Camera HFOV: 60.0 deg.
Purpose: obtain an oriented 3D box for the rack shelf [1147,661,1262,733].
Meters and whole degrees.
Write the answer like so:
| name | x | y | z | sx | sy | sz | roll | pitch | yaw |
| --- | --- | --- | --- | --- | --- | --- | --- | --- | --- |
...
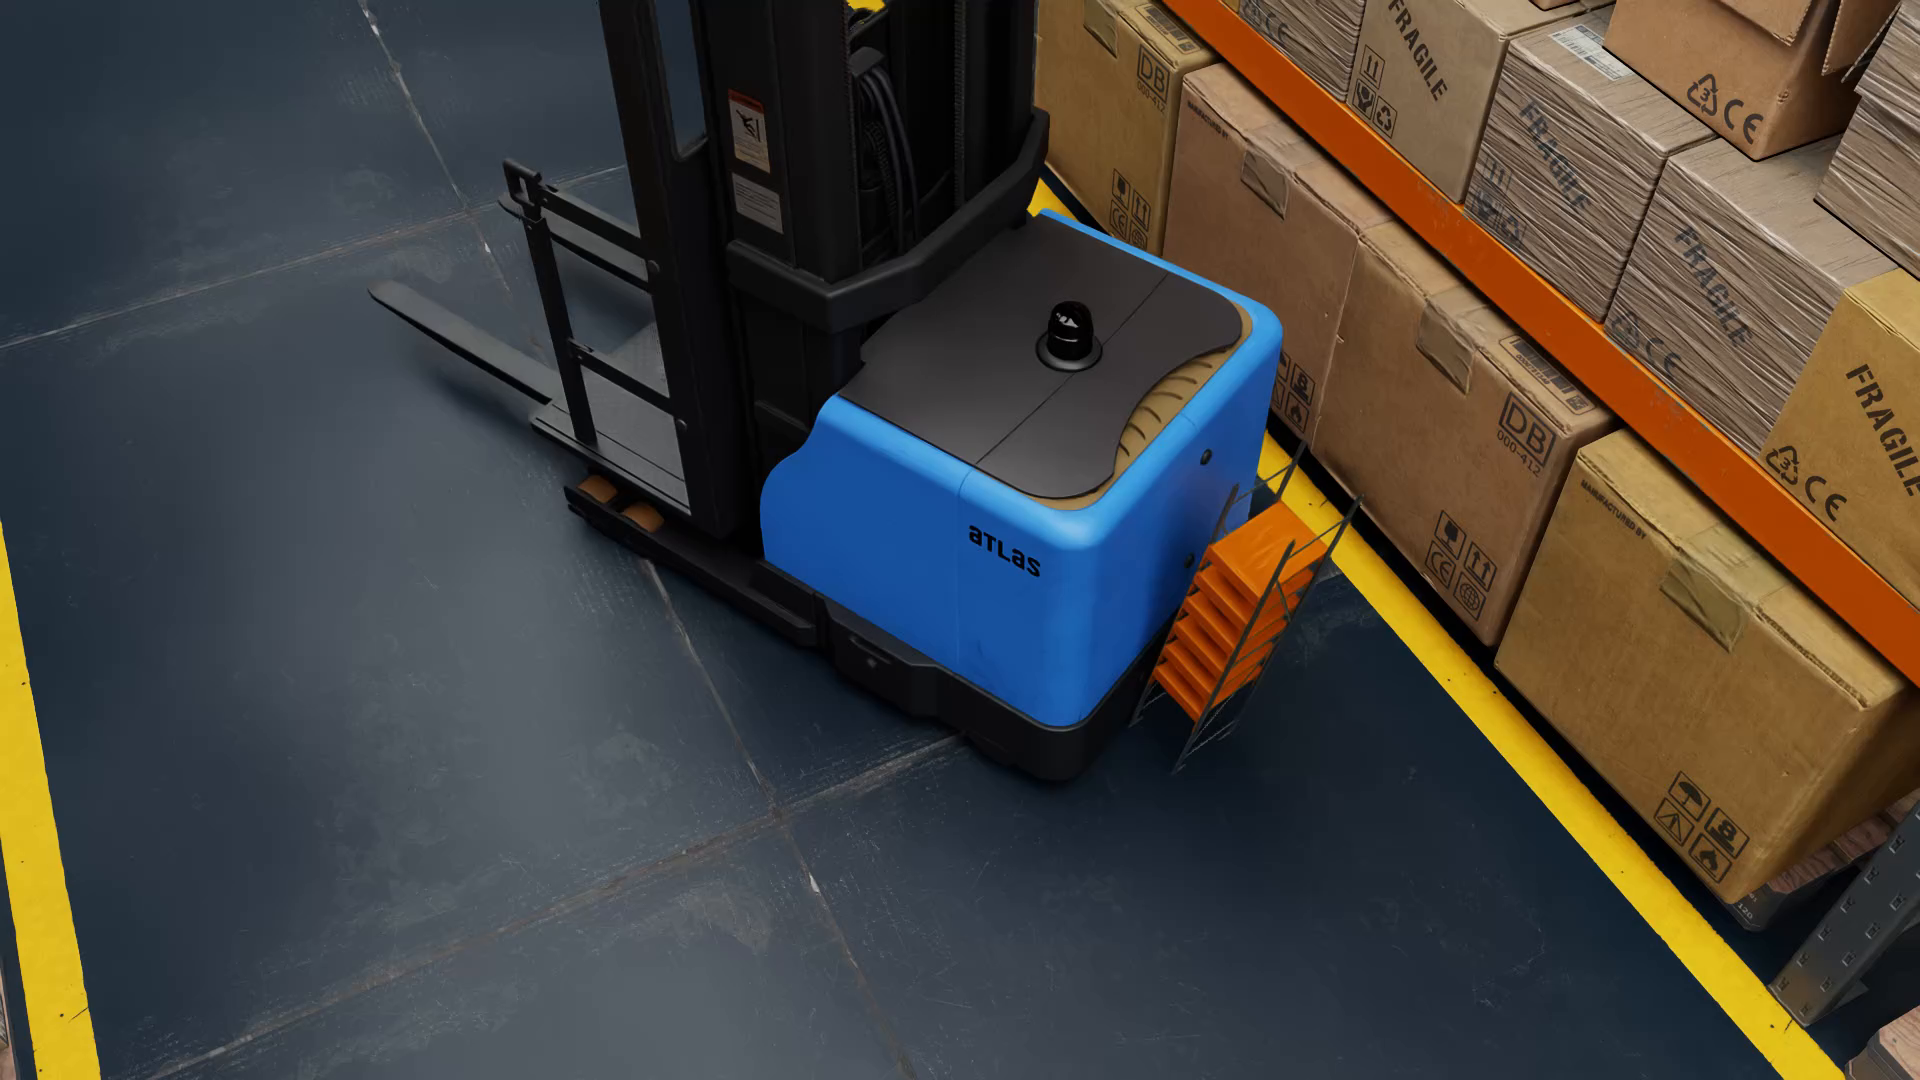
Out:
| name | x | y | z | sx | sy | sz | roll | pitch | yaw |
| --- | --- | --- | --- | --- | --- | --- | --- | --- | --- |
| rack shelf | 0.666 | 0.369 | 4.492 | 0.258 | 0.103 | 0.180 | -31 | 66 | -24 |

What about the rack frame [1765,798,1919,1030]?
| name | x | y | z | sx | sy | sz | roll | pitch | yaw |
| --- | --- | --- | --- | --- | --- | --- | --- | --- | --- |
| rack frame | 2.531 | 0.028 | 3.233 | 1.000 | 3.000 | 0.127 | -21 | 52 | -18 |

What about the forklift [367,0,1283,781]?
| name | x | y | z | sx | sy | sz | roll | pitch | yaw |
| --- | --- | --- | --- | --- | --- | --- | --- | --- | --- |
| forklift | -0.624 | -1.215 | 4.365 | 3.031 | 2.935 | 1.130 | 29 | 55 | 23 |

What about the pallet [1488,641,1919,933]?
| name | x | y | z | sx | sy | sz | roll | pitch | yaw |
| --- | --- | --- | --- | --- | --- | --- | --- | --- | --- |
| pallet | 2.237 | 0.392 | 4.767 | 1.003 | 0.211 | 1.213 | -21 | 52 | -18 |

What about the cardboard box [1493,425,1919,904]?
| name | x | y | z | sx | sy | sz | roll | pitch | yaw |
| --- | --- | --- | --- | --- | --- | --- | --- | --- | --- |
| cardboard box | 2.233 | 0.120 | 4.285 | 1.225 | 0.875 | 0.875 | -23 | 53 | -19 |

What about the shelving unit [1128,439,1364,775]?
| name | x | y | z | sx | sy | sz | roll | pitch | yaw |
| --- | --- | --- | --- | --- | --- | --- | --- | --- | --- |
| shelving unit | 0.698 | 0.214 | 4.255 | 0.258 | 1.200 | 0.189 | -31 | 66 | -24 |

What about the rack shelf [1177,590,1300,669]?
| name | x | y | z | sx | sy | sz | roll | pitch | yaw |
| --- | --- | --- | --- | --- | --- | --- | --- | --- | --- |
| rack shelf | 0.706 | 0.173 | 4.192 | 0.258 | 0.103 | 0.180 | -31 | 66 | -24 |

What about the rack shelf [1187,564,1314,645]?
| name | x | y | z | sx | sy | sz | roll | pitch | yaw |
| --- | --- | --- | --- | --- | --- | --- | --- | --- | --- |
| rack shelf | 0.720 | 0.108 | 4.093 | 0.258 | 0.103 | 0.180 | -31 | 66 | -24 |

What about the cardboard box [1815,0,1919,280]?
| name | x | y | z | sx | sy | sz | roll | pitch | yaw |
| --- | --- | --- | --- | --- | --- | --- | --- | --- | --- |
| cardboard box | 2.210 | -0.830 | 3.250 | 0.797 | 0.503 | 0.637 | -20 | 52 | -16 |

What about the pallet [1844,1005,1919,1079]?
| name | x | y | z | sx | sy | sz | roll | pitch | yaw |
| --- | --- | --- | --- | --- | --- | --- | --- | --- | --- |
| pallet | 2.887 | 1.470 | 3.824 | 1.003 | 0.211 | 1.213 | -21 | 52 | -18 |

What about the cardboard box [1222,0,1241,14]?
| name | x | y | z | sx | sy | sz | roll | pitch | yaw |
| --- | --- | --- | --- | --- | --- | --- | --- | --- | --- |
| cardboard box | 0.919 | -1.952 | 4.898 | 0.500 | 0.500 | 0.500 | -21 | 52 | -17 |

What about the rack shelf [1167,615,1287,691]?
| name | x | y | z | sx | sy | sz | roll | pitch | yaw |
| --- | --- | --- | --- | --- | --- | --- | --- | --- | --- |
| rack shelf | 0.693 | 0.238 | 4.292 | 0.258 | 0.103 | 0.180 | -31 | 66 | -24 |

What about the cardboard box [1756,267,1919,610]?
| name | x | y | z | sx | sy | sz | roll | pitch | yaw |
| --- | --- | --- | --- | --- | --- | --- | --- | --- | --- |
| cardboard box | 2.084 | -0.250 | 3.409 | 0.500 | 0.500 | 0.500 | -20 | 52 | -16 |

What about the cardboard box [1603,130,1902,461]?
| name | x | y | z | sx | sy | sz | roll | pitch | yaw |
| --- | --- | --- | --- | --- | --- | --- | --- | --- | --- |
| cardboard box | 1.861 | -0.586 | 3.703 | 0.500 | 0.500 | 0.500 | -22 | 52 | -18 |

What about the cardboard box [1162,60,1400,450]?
| name | x | y | z | sx | sy | sz | roll | pitch | yaw |
| --- | --- | --- | --- | --- | --- | --- | --- | --- | --- |
| cardboard box | 1.420 | -1.069 | 5.325 | 1.225 | 0.875 | 0.875 | -23 | 53 | -19 |

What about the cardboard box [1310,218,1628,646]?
| name | x | y | z | sx | sy | sz | roll | pitch | yaw |
| --- | --- | --- | --- | --- | --- | --- | --- | --- | --- |
| cardboard box | 1.832 | -0.479 | 4.809 | 1.225 | 0.875 | 0.875 | -21 | 52 | -17 |

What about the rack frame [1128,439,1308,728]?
| name | x | y | z | sx | sy | sz | roll | pitch | yaw |
| --- | --- | --- | --- | --- | --- | --- | --- | --- | --- |
| rack frame | 0.641 | 0.151 | 4.289 | 0.240 | 1.200 | 0.006 | -31 | 66 | -24 |

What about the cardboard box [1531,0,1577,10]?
| name | x | y | z | sx | sy | sz | roll | pitch | yaw |
| --- | --- | --- | --- | --- | --- | --- | --- | --- | --- |
| cardboard box | 1.602 | -1.714 | 4.023 | 0.797 | 0.503 | 0.637 | -20 | 52 | -16 |

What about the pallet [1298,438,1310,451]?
| name | x | y | z | sx | sy | sz | roll | pitch | yaw |
| --- | --- | --- | --- | --- | --- | --- | --- | --- | --- |
| pallet | 1.683 | -0.423 | 5.480 | 1.003 | 0.211 | 1.213 | -21 | 52 | -18 |

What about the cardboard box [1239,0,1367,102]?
| name | x | y | z | sx | sy | sz | roll | pitch | yaw |
| --- | --- | --- | --- | --- | --- | --- | --- | --- | --- |
| cardboard box | 1.148 | -1.617 | 4.605 | 0.500 | 0.500 | 0.500 | -22 | 52 | -18 |

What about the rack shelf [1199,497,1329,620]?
| name | x | y | z | sx | sy | sz | roll | pitch | yaw |
| --- | --- | --- | --- | --- | --- | --- | --- | --- | --- |
| rack shelf | 0.733 | 0.043 | 3.993 | 0.258 | 0.103 | 0.180 | -31 | 66 | -24 |

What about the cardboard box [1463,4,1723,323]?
| name | x | y | z | sx | sy | sz | roll | pitch | yaw |
| --- | --- | --- | --- | --- | --- | --- | --- | --- | --- |
| cardboard box | 1.621 | -0.932 | 4.006 | 0.500 | 0.500 | 0.500 | -23 | 53 | -19 |

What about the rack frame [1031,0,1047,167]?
| name | x | y | z | sx | sy | sz | roll | pitch | yaw |
| --- | --- | --- | --- | --- | --- | --- | --- | --- | --- |
| rack frame | 0.700 | -2.649 | 5.574 | 1.000 | 3.000 | 0.127 | -21 | 52 | -18 |

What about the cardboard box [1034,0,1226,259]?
| name | x | y | z | sx | sy | sz | roll | pitch | yaw |
| --- | --- | --- | --- | --- | --- | --- | --- | --- | --- |
| cardboard box | 1.011 | -1.666 | 5.847 | 1.225 | 0.875 | 0.875 | -21 | 52 | -17 |

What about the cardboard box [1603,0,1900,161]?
| name | x | y | z | sx | sy | sz | roll | pitch | yaw |
| --- | --- | --- | --- | --- | --- | --- | --- | --- | --- |
| cardboard box | 1.915 | -1.267 | 3.633 | 0.797 | 0.503 | 0.637 | -20 | 52 | -17 |

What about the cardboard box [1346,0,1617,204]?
| name | x | y | z | sx | sy | sz | roll | pitch | yaw |
| --- | --- | --- | --- | --- | --- | --- | --- | --- | --- |
| cardboard box | 1.389 | -1.273 | 4.304 | 0.500 | 0.500 | 0.500 | -20 | 52 | -17 |

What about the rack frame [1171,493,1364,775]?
| name | x | y | z | sx | sy | sz | roll | pitch | yaw |
| --- | --- | --- | --- | --- | --- | --- | --- | --- | --- |
| rack frame | 0.754 | 0.278 | 4.221 | 0.240 | 1.200 | 0.006 | -31 | 66 | -24 |

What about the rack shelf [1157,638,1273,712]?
| name | x | y | z | sx | sy | sz | roll | pitch | yaw |
| --- | --- | --- | --- | --- | --- | --- | --- | --- | --- |
| rack shelf | 0.679 | 0.304 | 4.392 | 0.258 | 0.103 | 0.180 | -31 | 66 | -24 |
